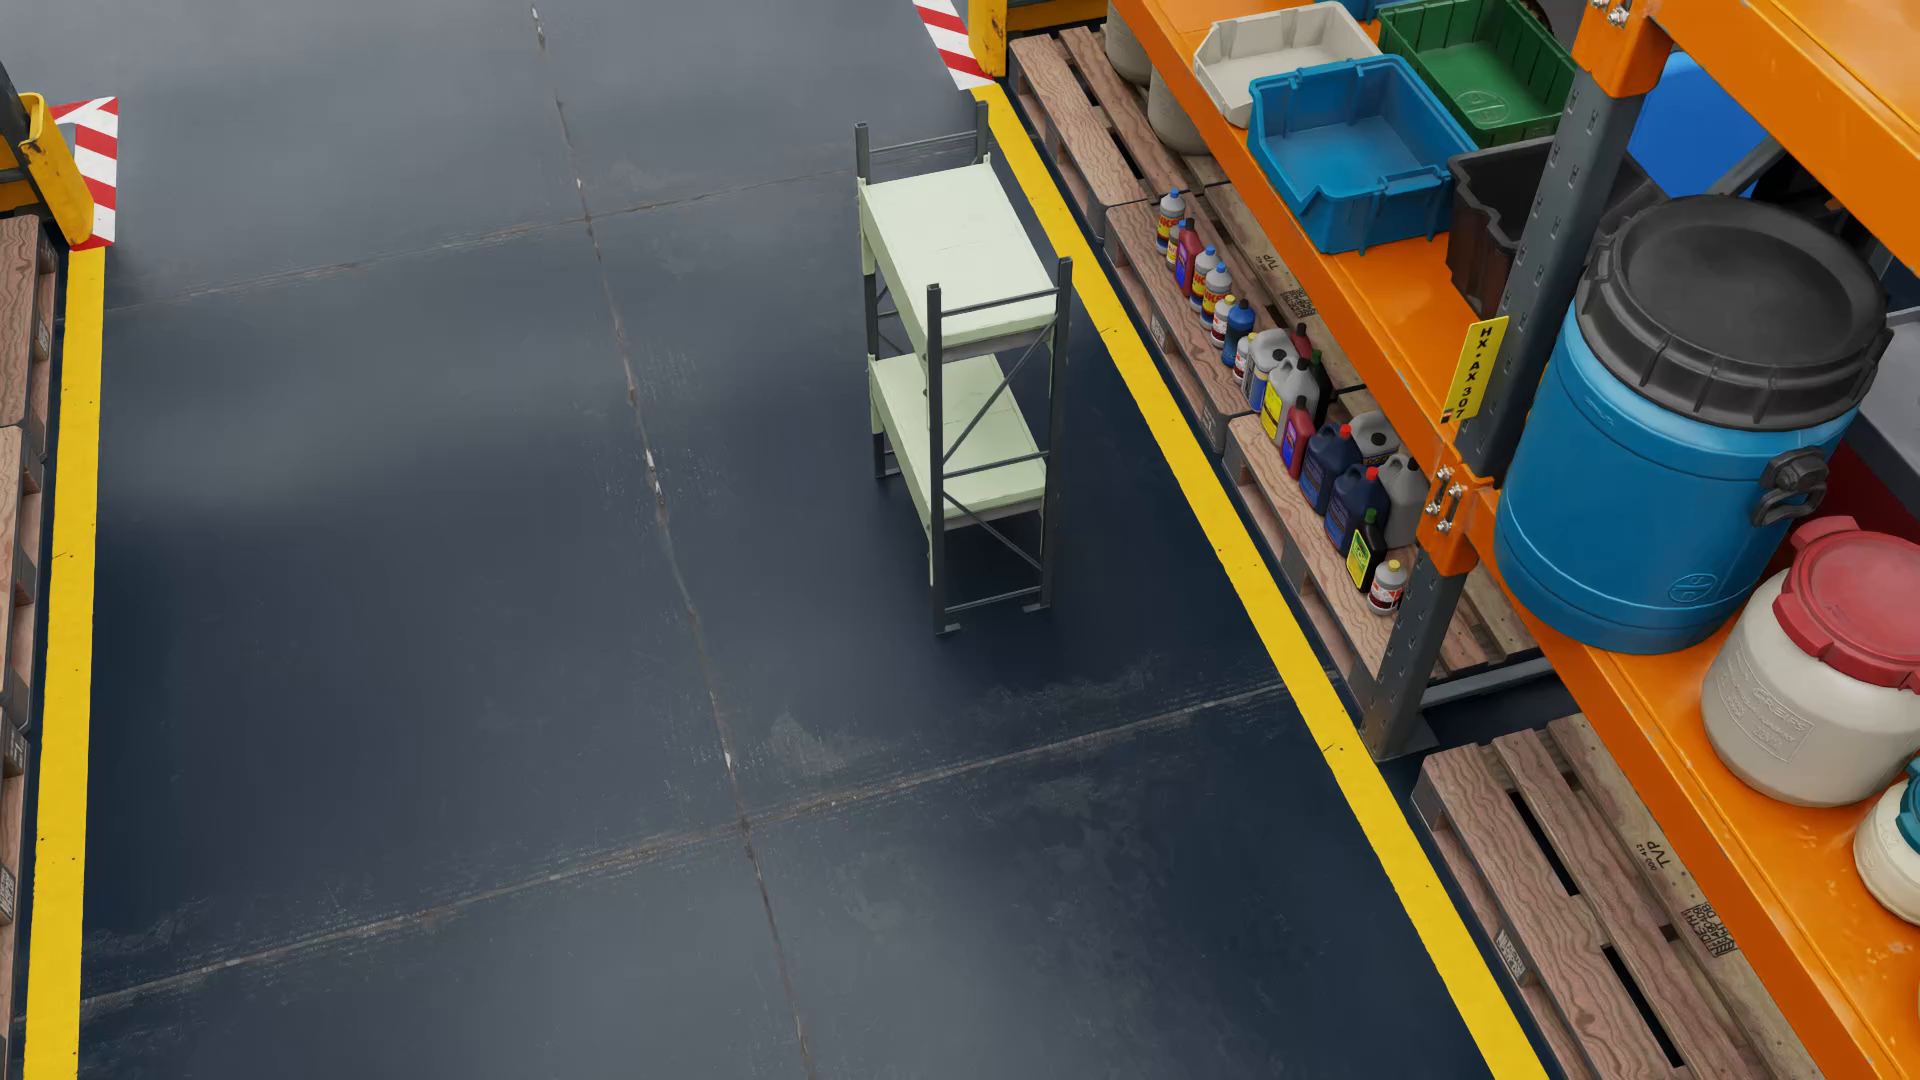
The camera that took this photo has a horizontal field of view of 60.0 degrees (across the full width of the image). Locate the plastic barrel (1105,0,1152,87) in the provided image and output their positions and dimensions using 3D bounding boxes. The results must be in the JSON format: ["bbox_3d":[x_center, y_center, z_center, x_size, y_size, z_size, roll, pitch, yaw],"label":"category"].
[{"bbox_3d":[0.831,-2.218,7.011,0.421,0.512,0.421,0,50,0],"label":"plastic barrel"}]

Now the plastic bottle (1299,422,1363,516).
[{"bbox_3d":[1.224,-0.260,5.452,0.144,0.351,0.185,-16,52,-13],"label":"plastic bottle"}]

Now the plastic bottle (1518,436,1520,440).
[{"bbox_3d":[1.767,-0.366,5.541,0.144,0.351,0.185,-13,51,-11],"label":"plastic bottle"}]

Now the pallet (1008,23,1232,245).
[{"bbox_3d":[0.866,-1.810,7.138,1.003,0.211,1.213,-13,51,-11],"label":"pallet"}]

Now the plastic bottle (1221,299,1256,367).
[{"bbox_3d":[0.993,-0.745,5.913,0.097,0.271,0.097,0,50,0],"label":"plastic bottle"}]

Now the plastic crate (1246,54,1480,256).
[{"bbox_3d":[1.160,-1.126,4.834,0.499,0.251,0.616,-13,51,-11],"label":"plastic crate"}]

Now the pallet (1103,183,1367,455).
[{"bbox_3d":[1.224,-0.921,6.388,1.003,0.211,1.213,-13,51,-11],"label":"pallet"}]

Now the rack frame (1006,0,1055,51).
[{"bbox_3d":[0.564,-3.348,6.611,1.000,3.000,0.127,-13,51,-11],"label":"rack frame"}]

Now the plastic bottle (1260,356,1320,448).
[{"bbox_3d":[1.129,-0.496,5.651,0.144,0.351,0.185,-14,51,-11],"label":"plastic bottle"}]

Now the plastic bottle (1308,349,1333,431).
[{"bbox_3d":[1.219,-0.516,5.712,0.061,0.283,0.133,-13,51,-11],"label":"plastic bottle"}]

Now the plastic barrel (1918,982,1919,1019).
[{"bbox_3d":[2.037,0.814,3.013,0.433,0.535,0.433,0,50,0],"label":"plastic barrel"}]

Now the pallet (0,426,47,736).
[{"bbox_3d":[-3.582,0.217,5.429,1.003,0.211,1.213,-13,51,-11],"label":"pallet"}]

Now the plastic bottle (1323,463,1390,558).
[{"bbox_3d":[1.281,-0.120,5.334,0.144,0.351,0.185,-15,51,-12],"label":"plastic bottle"}]

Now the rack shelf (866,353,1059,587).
[{"bbox_3d":[-0.002,-0.278,5.430,0.431,0.370,0.720,-13,51,-11],"label":"rack shelf"}]

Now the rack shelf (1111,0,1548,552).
[{"bbox_3d":[1.155,-1.656,5.654,1.077,0.370,4.000,-13,51,-11],"label":"rack shelf"}]

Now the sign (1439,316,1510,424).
[{"bbox_3d":[1.218,-0.400,3.944,0.100,0.325,0.005,-13,51,-11],"label":"sign"}]

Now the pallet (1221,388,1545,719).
[{"bbox_3d":[1.588,-0.028,5.636,1.003,0.211,1.213,-13,51,-11],"label":"pallet"}]

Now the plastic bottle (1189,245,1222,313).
[{"bbox_3d":[0.904,-0.966,6.099,0.097,0.271,0.097,0,50,0],"label":"plastic bottle"}]

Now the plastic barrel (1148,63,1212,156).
[{"bbox_3d":[0.980,-1.852,6.702,0.421,0.512,0.421,0,50,0],"label":"plastic barrel"}]

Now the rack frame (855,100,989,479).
[{"bbox_3d":[-0.110,-0.756,5.406,0.400,1.500,0.023,-13,51,-11],"label":"rack frame"}]

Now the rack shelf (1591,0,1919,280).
[{"bbox_3d":[2.338,0.299,2.045,1.077,0.370,4.000,-13,51,-11],"label":"rack shelf"}]

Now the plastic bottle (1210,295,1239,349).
[{"bbox_3d":[0.963,-0.798,6.003,0.097,0.201,0.097,0,50,0],"label":"plastic bottle"}]

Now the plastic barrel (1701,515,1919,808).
[{"bbox_3d":[1.820,0.278,3.465,0.433,0.535,0.433,0,50,0],"label":"plastic barrel"}]

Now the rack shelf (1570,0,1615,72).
[{"bbox_3d":[1.155,-2.623,4.508,1.077,0.370,4.000,-13,51,-11],"label":"rack shelf"}]

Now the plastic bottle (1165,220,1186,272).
[{"bbox_3d":[0.833,-1.118,6.273,0.097,0.201,0.097,0,50,0],"label":"plastic bottle"}]

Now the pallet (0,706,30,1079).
[{"bbox_3d":[-3.217,1.109,4.677,1.003,0.211,1.213,-13,51,-11],"label":"pallet"}]

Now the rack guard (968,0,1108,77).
[{"bbox_3d":[0.631,-2.498,7.529,1.175,0.500,0.348,-13,51,-11],"label":"rack guard"}]

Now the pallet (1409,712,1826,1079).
[{"bbox_3d":[2.016,1.037,4.738,1.003,0.211,1.213,-13,51,-11],"label":"pallet"}]

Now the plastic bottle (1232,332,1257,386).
[{"bbox_3d":[1.023,-0.648,5.877,0.097,0.201,0.097,0,50,0],"label":"plastic bottle"}]

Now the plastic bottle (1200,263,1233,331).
[{"bbox_3d":[0.933,-0.893,6.037,0.097,0.271,0.097,0,50,0],"label":"plastic bottle"}]

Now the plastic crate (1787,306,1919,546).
[{"bbox_3d":[2.182,-0.163,3.884,0.402,0.464,0.583,-13,51,-11],"label":"plastic crate"}]

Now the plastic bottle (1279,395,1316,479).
[{"bbox_3d":[1.136,-0.348,5.570,0.061,0.283,0.133,-10,51,-9],"label":"plastic bottle"}]

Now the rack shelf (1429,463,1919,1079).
[{"bbox_3d":[2.338,1.266,3.192,1.077,0.370,4.000,-13,51,-11],"label":"rack shelf"}]

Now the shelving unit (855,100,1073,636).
[{"bbox_3d":[-0.002,-0.488,5.181,0.431,1.500,0.755,-13,51,-11],"label":"shelving unit"}]

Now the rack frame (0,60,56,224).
[{"bbox_3d":[-4.168,-2.228,5.667,1.000,3.000,0.127,-13,51,-11],"label":"rack frame"}]

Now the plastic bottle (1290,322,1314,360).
[{"bbox_3d":[1.186,-0.618,5.798,0.061,0.283,0.133,-13,51,-11],"label":"plastic bottle"}]

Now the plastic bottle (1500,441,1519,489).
[{"bbox_3d":[1.848,-0.230,5.471,0.061,0.283,0.133,-13,51,-11],"label":"plastic bottle"}]

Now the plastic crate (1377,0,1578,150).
[{"bbox_3d":[1.615,-1.414,5.119,0.450,0.188,0.662,-13,51,-11],"label":"plastic crate"}]

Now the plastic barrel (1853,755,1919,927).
[{"bbox_3d":[1.992,0.619,3.357,0.301,0.262,0.301,0,50,0],"label":"plastic barrel"}]

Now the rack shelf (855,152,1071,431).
[{"bbox_3d":[-0.002,-0.740,4.882,0.431,0.370,0.720,-13,51,-11],"label":"rack shelf"}]

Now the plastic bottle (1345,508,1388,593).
[{"bbox_3d":[1.289,0.030,5.252,0.061,0.283,0.133,-11,51,-9],"label":"plastic bottle"}]

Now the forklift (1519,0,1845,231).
[{"bbox_3d":[3.312,-2.547,5.980,3.031,2.935,1.130,-16,52,-13],"label":"forklift"}]

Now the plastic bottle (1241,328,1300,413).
[{"bbox_3d":[1.084,-0.592,5.781,0.152,0.276,0.135,-12,51,-10],"label":"plastic bottle"}]

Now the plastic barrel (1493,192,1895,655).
[{"bbox_3d":[1.572,-0.238,3.661,0.600,0.901,0.708,-13,51,-11],"label":"plastic barrel"}]

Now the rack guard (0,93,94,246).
[{"bbox_3d":[-4.145,-1.367,6.576,1.175,0.500,0.348,-13,51,-11],"label":"rack guard"}]

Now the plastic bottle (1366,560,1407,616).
[{"bbox_3d":[1.342,0.139,5.214,0.097,0.201,0.097,0,50,0],"label":"plastic bottle"}]

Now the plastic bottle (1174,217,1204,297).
[{"bbox_3d":[0.852,-1.050,6.163,0.061,0.283,0.133,-13,51,-10],"label":"plastic bottle"}]

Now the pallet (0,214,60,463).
[{"bbox_3d":[-3.939,-0.673,6.179,1.003,0.211,1.213,-13,51,-11],"label":"pallet"}]

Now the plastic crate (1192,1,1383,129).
[{"bbox_3d":[1.025,-1.471,5.200,0.530,0.136,0.437,-13,51,-11],"label":"plastic crate"}]

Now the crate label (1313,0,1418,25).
[{"bbox_3d":[1.367,-2.077,5.516,0.502,0.435,0.616,-13,51,-11],"label":"crate label"}]

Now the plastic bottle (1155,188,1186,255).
[{"bbox_3d":[0.802,-1.216,6.310,0.097,0.271,0.097,0,50,0],"label":"plastic bottle"}]

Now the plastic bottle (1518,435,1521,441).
[{"bbox_3d":[1.904,-0.398,5.569,0.144,0.351,0.185,-12,51,-10],"label":"plastic bottle"}]

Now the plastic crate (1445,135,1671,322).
[{"bbox_3d":[1.713,-0.818,4.518,0.767,0.338,0.504,-13,51,-11],"label":"plastic crate"}]

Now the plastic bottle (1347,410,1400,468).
[{"bbox_3d":[1.358,-0.288,5.525,0.152,0.276,0.135,-13,51,-11],"label":"plastic bottle"}]

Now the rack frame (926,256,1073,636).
[{"bbox_3d":[0.106,-0.221,4.955,0.400,1.500,0.023,-13,51,-11],"label":"rack frame"}]

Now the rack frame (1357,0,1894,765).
[{"bbox_3d":[1.747,-0.427,4.148,1.000,3.000,0.127,-13,51,-11],"label":"rack frame"}]

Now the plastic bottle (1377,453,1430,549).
[{"bbox_3d":[1.419,-0.153,5.362,0.144,0.351,0.185,-13,51,-11],"label":"plastic bottle"}]
